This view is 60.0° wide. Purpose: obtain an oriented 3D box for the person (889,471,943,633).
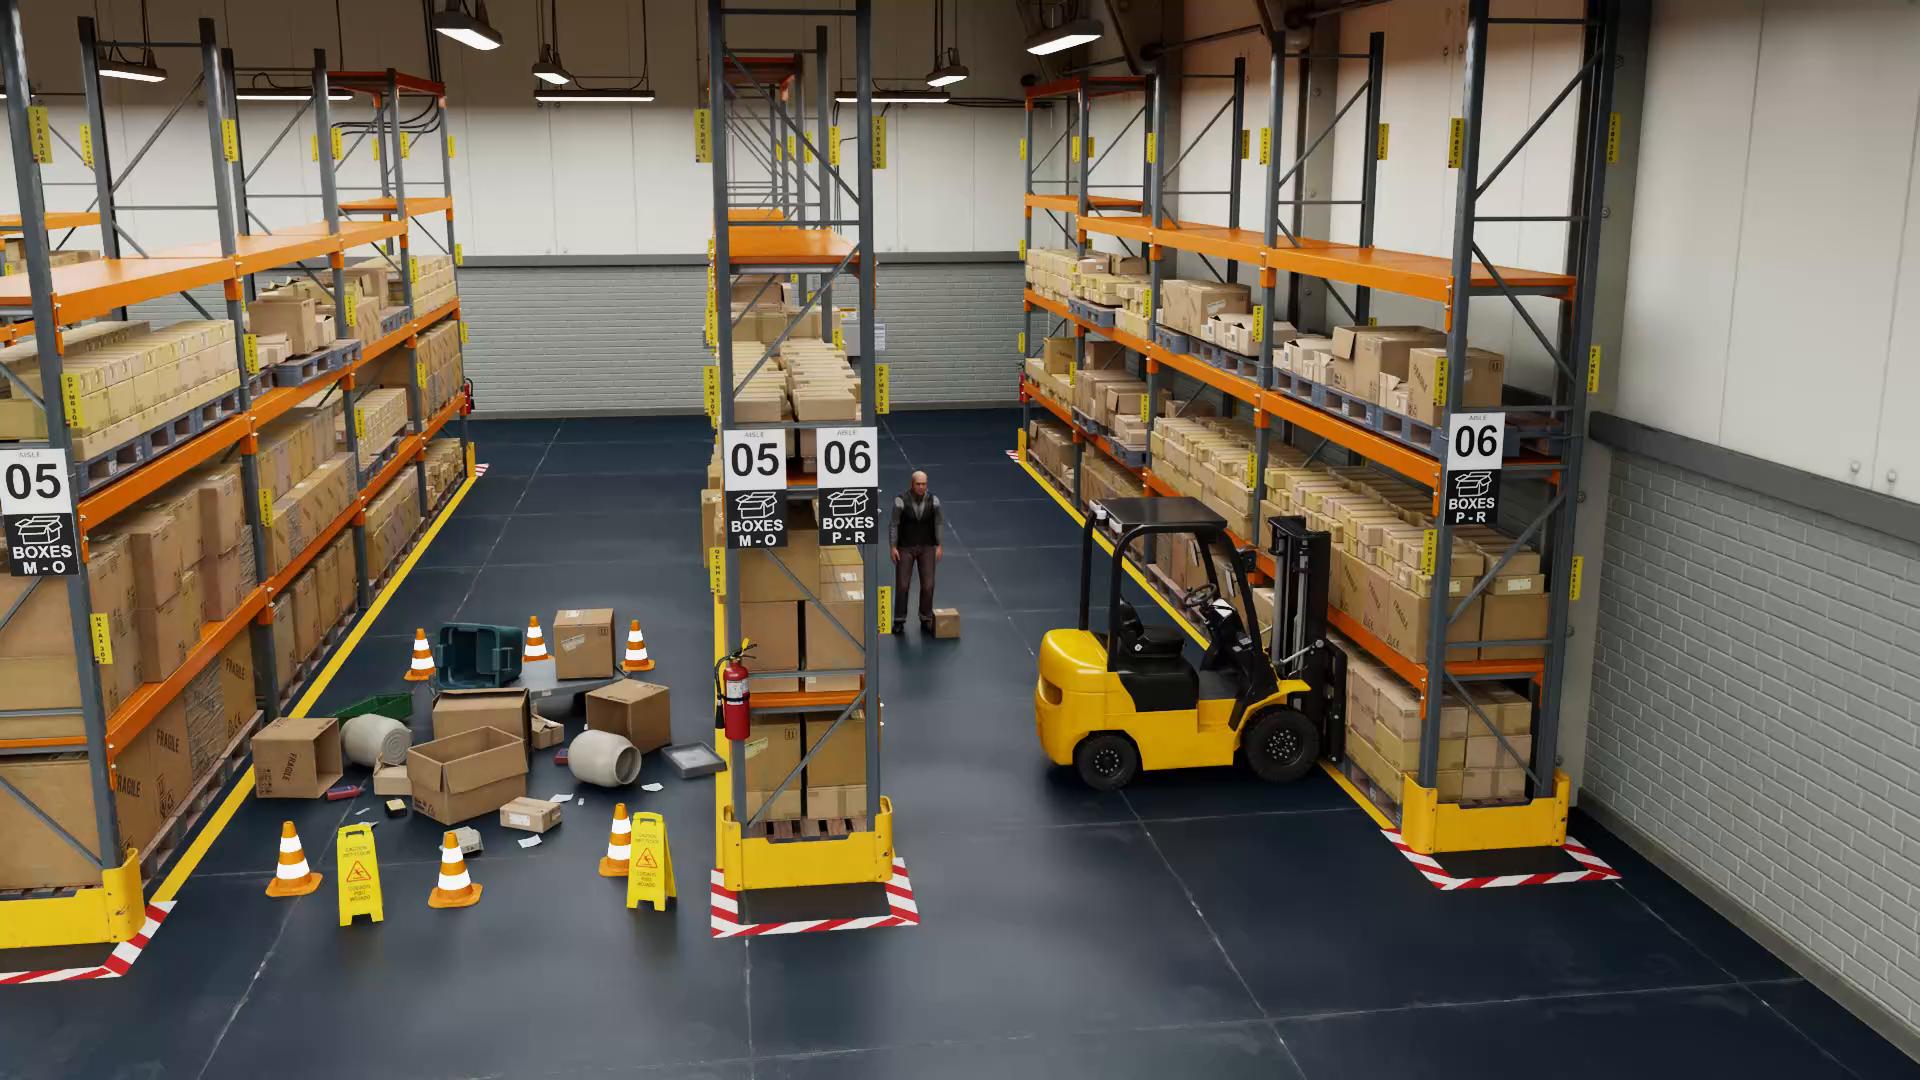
[{"bbox_3d":[-0.465,0.109,17.571,0.588,1.720,0.420,-3,13,-12],"label":"person"}]
